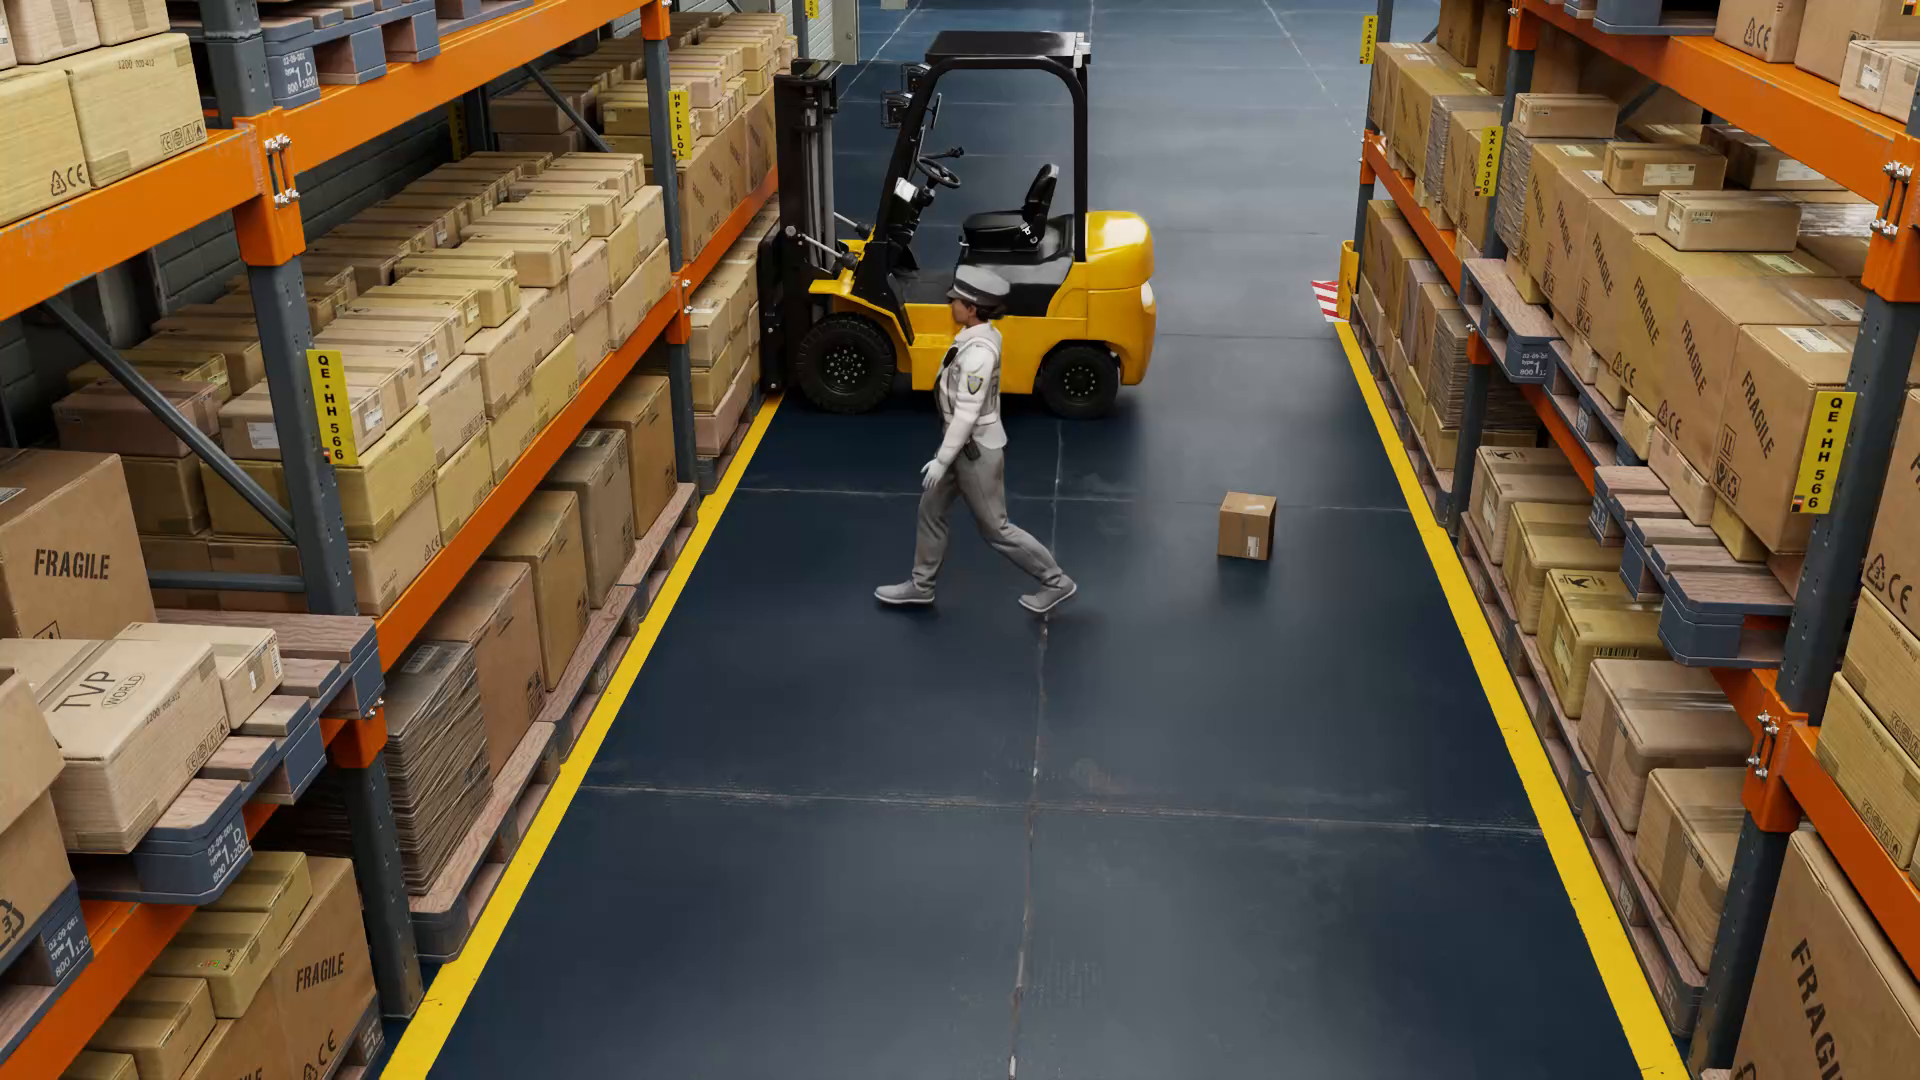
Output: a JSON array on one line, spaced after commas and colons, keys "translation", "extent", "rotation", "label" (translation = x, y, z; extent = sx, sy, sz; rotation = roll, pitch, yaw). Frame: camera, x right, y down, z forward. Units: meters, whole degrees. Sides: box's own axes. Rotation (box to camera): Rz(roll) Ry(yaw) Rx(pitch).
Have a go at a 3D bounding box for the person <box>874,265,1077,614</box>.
[{"translation": [0.068, -0.423, 7.483], "extent": [0.947, 1.644, 0.478], "rotation": [-1, 25, -2], "label": "person"}]
